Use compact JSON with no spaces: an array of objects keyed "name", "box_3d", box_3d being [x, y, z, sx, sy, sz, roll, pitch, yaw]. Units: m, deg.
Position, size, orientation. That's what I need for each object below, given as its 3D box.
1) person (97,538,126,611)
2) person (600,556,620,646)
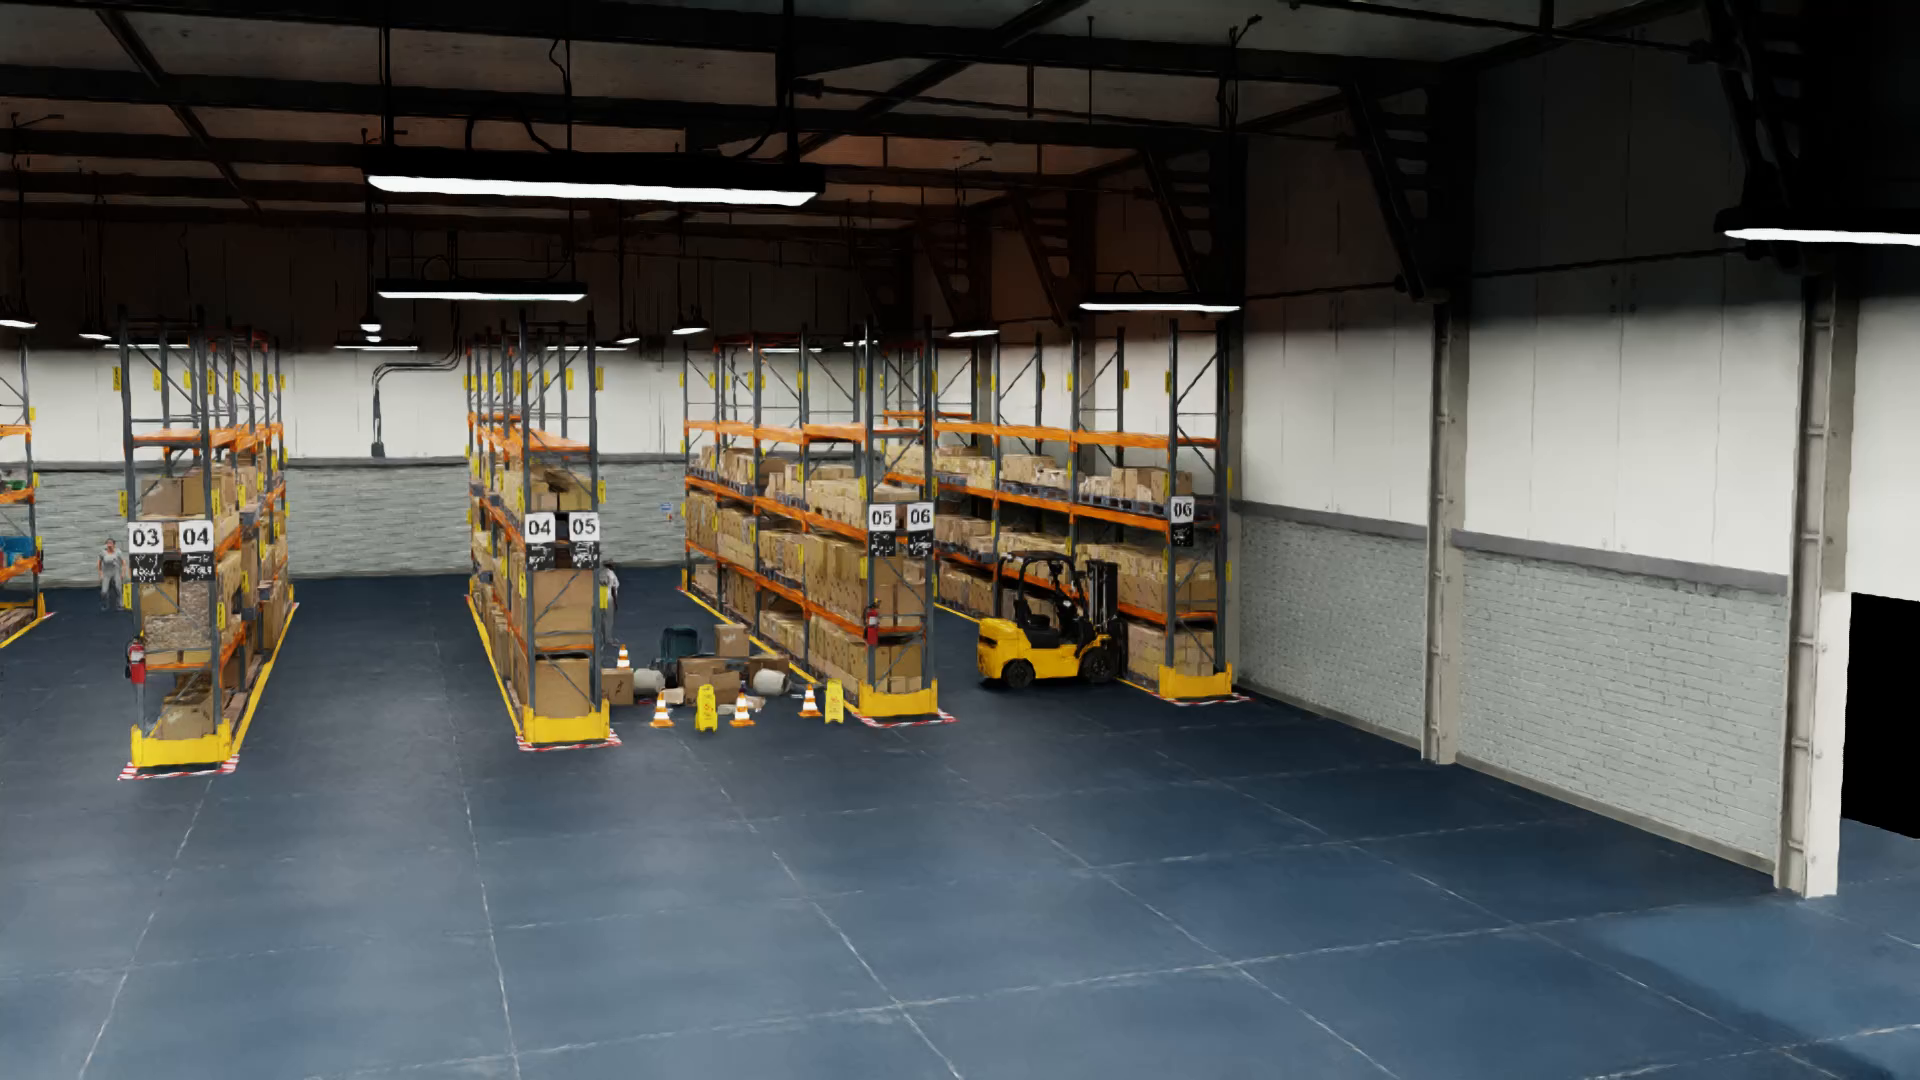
[{"name":"person","box_3d":[-18.563,0.752,36.407,0.580,1.618,0.507,-2,6,-21]},{"name":"person","box_3d":[-6.662,1.148,31.684,0.443,1.680,0.545,-5,7,-42]}]
